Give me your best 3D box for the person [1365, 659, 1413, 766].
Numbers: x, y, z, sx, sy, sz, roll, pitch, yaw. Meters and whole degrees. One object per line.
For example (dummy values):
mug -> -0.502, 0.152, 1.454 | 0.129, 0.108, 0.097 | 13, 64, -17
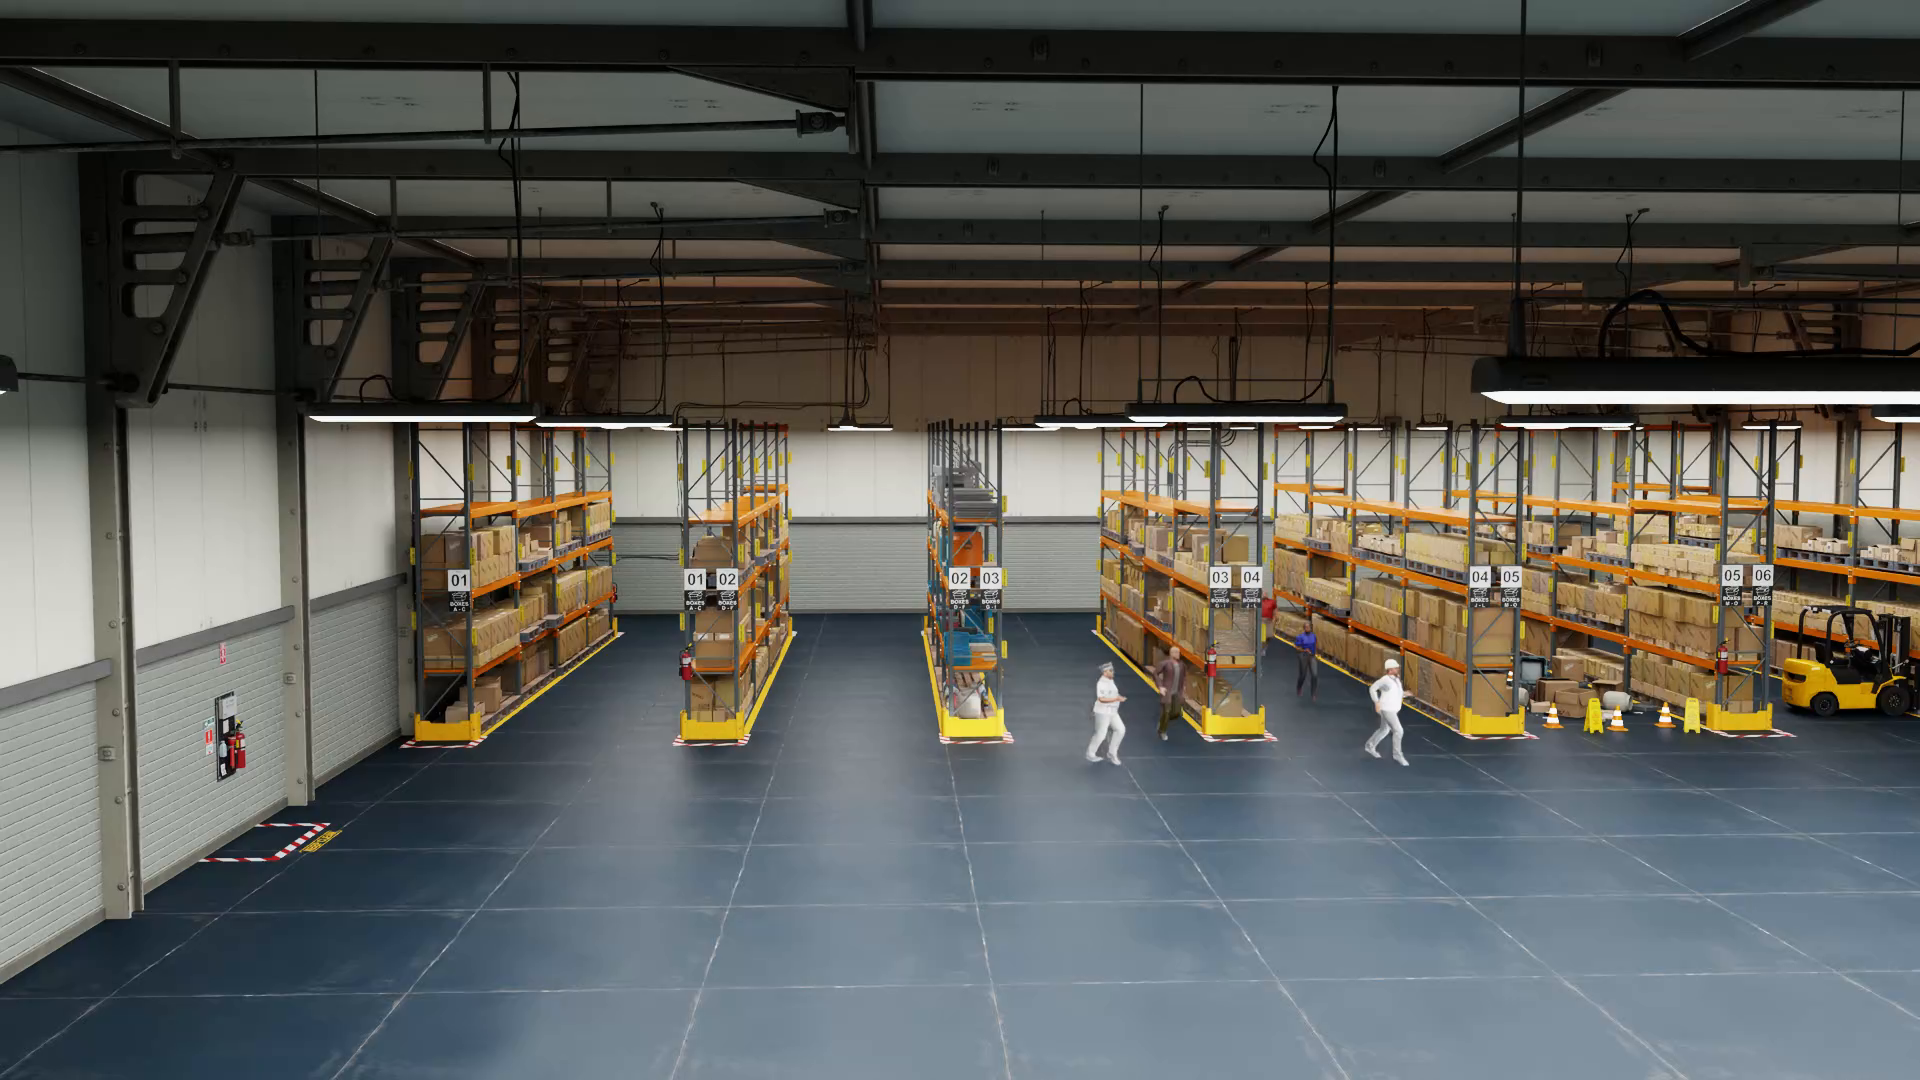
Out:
person -> 7.443, 2.975, 28.907 | 0.869, 1.824, 0.627 | 2, 4, 33

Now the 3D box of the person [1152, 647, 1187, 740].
person -> 3.956, 2.871, 31.360 | 0.739, 1.719, 0.608 | -2, 4, -23

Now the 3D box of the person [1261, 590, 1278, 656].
person -> 7.897, 2.135, 43.001 | 0.666, 1.694, 0.550 | 0, 4, 4

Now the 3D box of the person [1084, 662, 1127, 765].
person -> 2.550, 3.011, 28.747 | 0.801, 1.827, 0.611 | 2, 4, 31

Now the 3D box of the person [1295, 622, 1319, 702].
person -> 7.482, 2.614, 35.832 | 0.581, 1.700, 0.841 | 0, 4, -6
